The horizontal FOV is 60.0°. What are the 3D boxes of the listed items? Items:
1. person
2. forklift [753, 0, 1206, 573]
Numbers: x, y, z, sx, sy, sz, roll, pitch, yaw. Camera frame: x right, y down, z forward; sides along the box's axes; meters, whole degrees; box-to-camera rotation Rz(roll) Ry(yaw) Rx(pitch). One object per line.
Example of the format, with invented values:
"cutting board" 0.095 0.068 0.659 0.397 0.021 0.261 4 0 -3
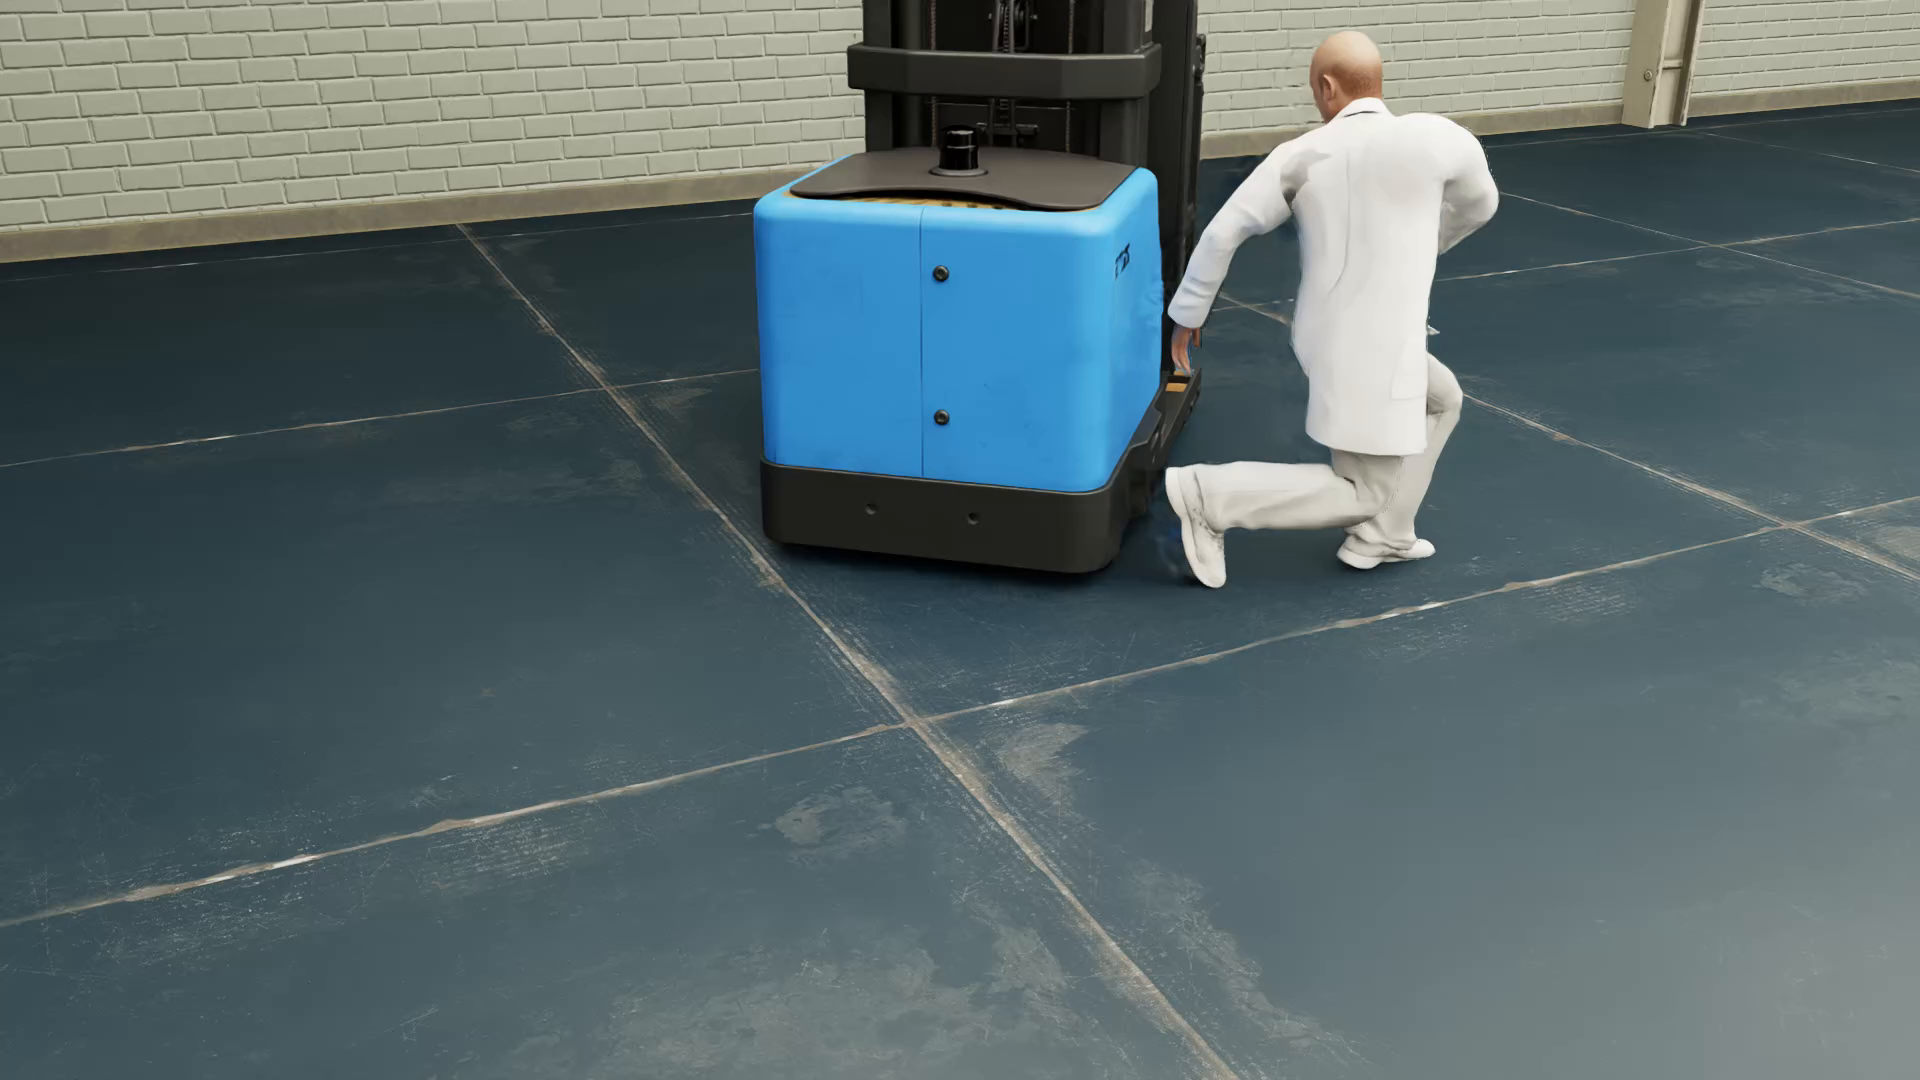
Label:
"person" 1.028 -0.612 4.661 0.944 1.545 0.700 -11 25 -25
"forklift" 0.289 -1.796 5.611 1.130 2.935 3.031 6 23 14
